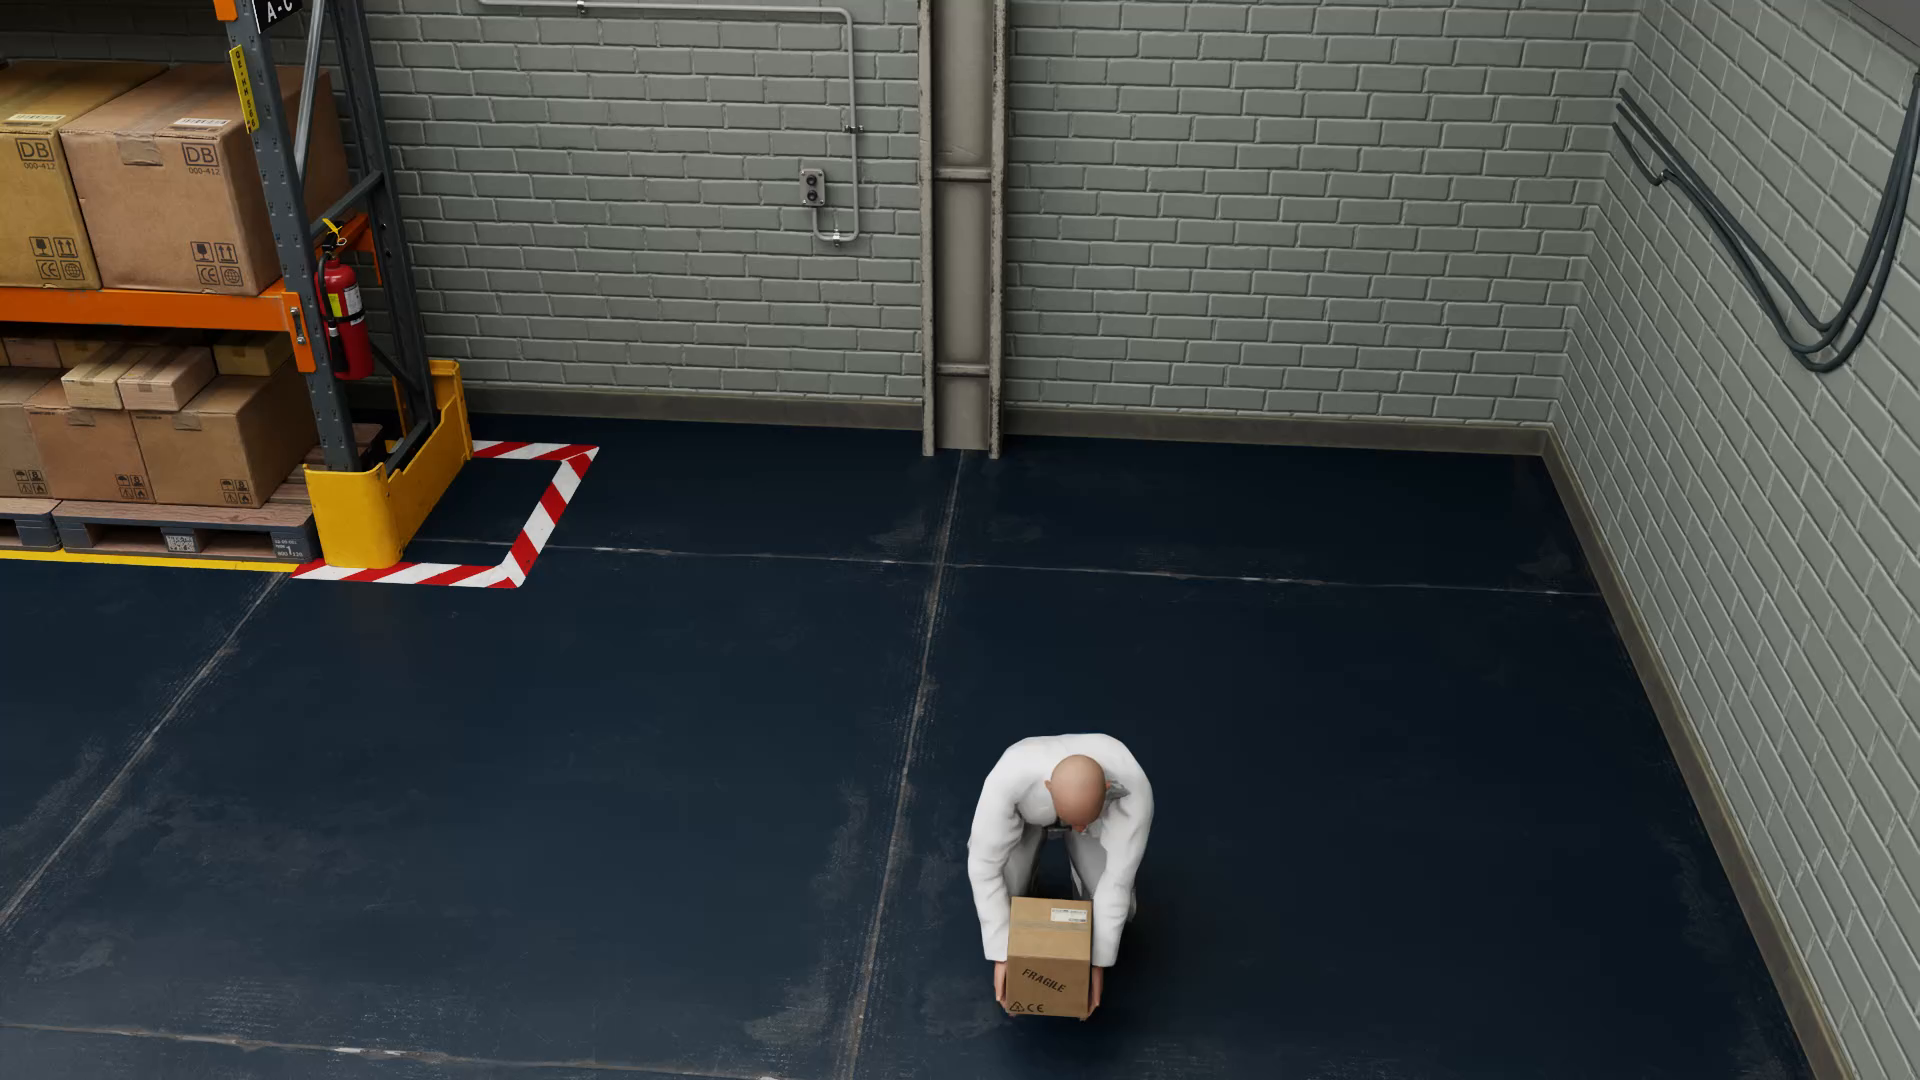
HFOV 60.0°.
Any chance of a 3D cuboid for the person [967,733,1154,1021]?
[{"bbox_3d":[0.315,0.958,5.342,0.592,0.996,0.902,2,32,4],"label":"person"}]
